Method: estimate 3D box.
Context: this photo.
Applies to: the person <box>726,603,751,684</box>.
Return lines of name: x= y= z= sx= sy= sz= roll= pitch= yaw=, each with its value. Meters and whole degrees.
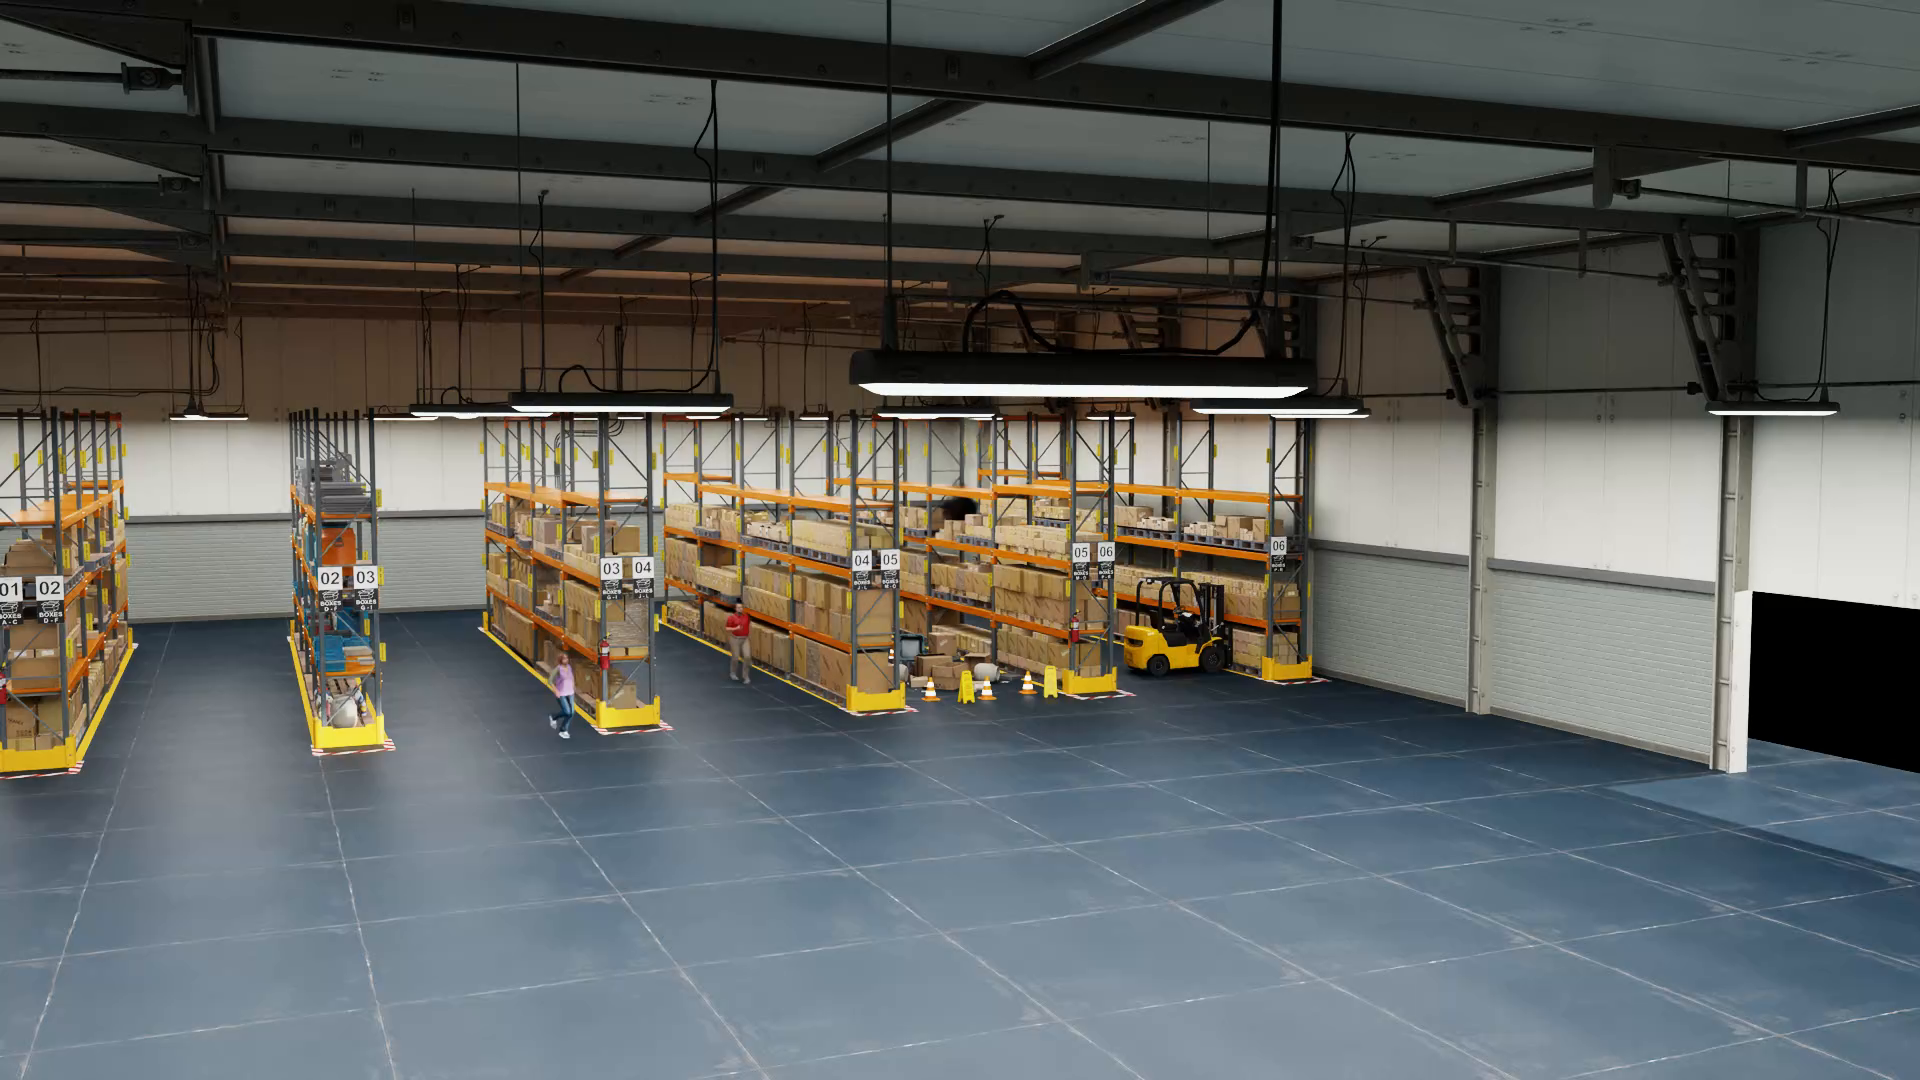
person: x=-4.871 y=2.286 z=36.768 sx=0.642 sy=1.786 sz=0.762 roll=-2 pitch=4 yaw=-26

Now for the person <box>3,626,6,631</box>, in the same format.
person: x=-21.938 y=2.254 z=37.669 sx=0.598 sy=1.616 sz=0.742 roll=-2 pitch=4 yaw=-23

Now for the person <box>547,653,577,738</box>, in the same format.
person: x=-7.255 y=2.832 z=30.370 sx=0.543 sy=1.558 sz=0.526 roll=3 pitch=5 yaw=37
